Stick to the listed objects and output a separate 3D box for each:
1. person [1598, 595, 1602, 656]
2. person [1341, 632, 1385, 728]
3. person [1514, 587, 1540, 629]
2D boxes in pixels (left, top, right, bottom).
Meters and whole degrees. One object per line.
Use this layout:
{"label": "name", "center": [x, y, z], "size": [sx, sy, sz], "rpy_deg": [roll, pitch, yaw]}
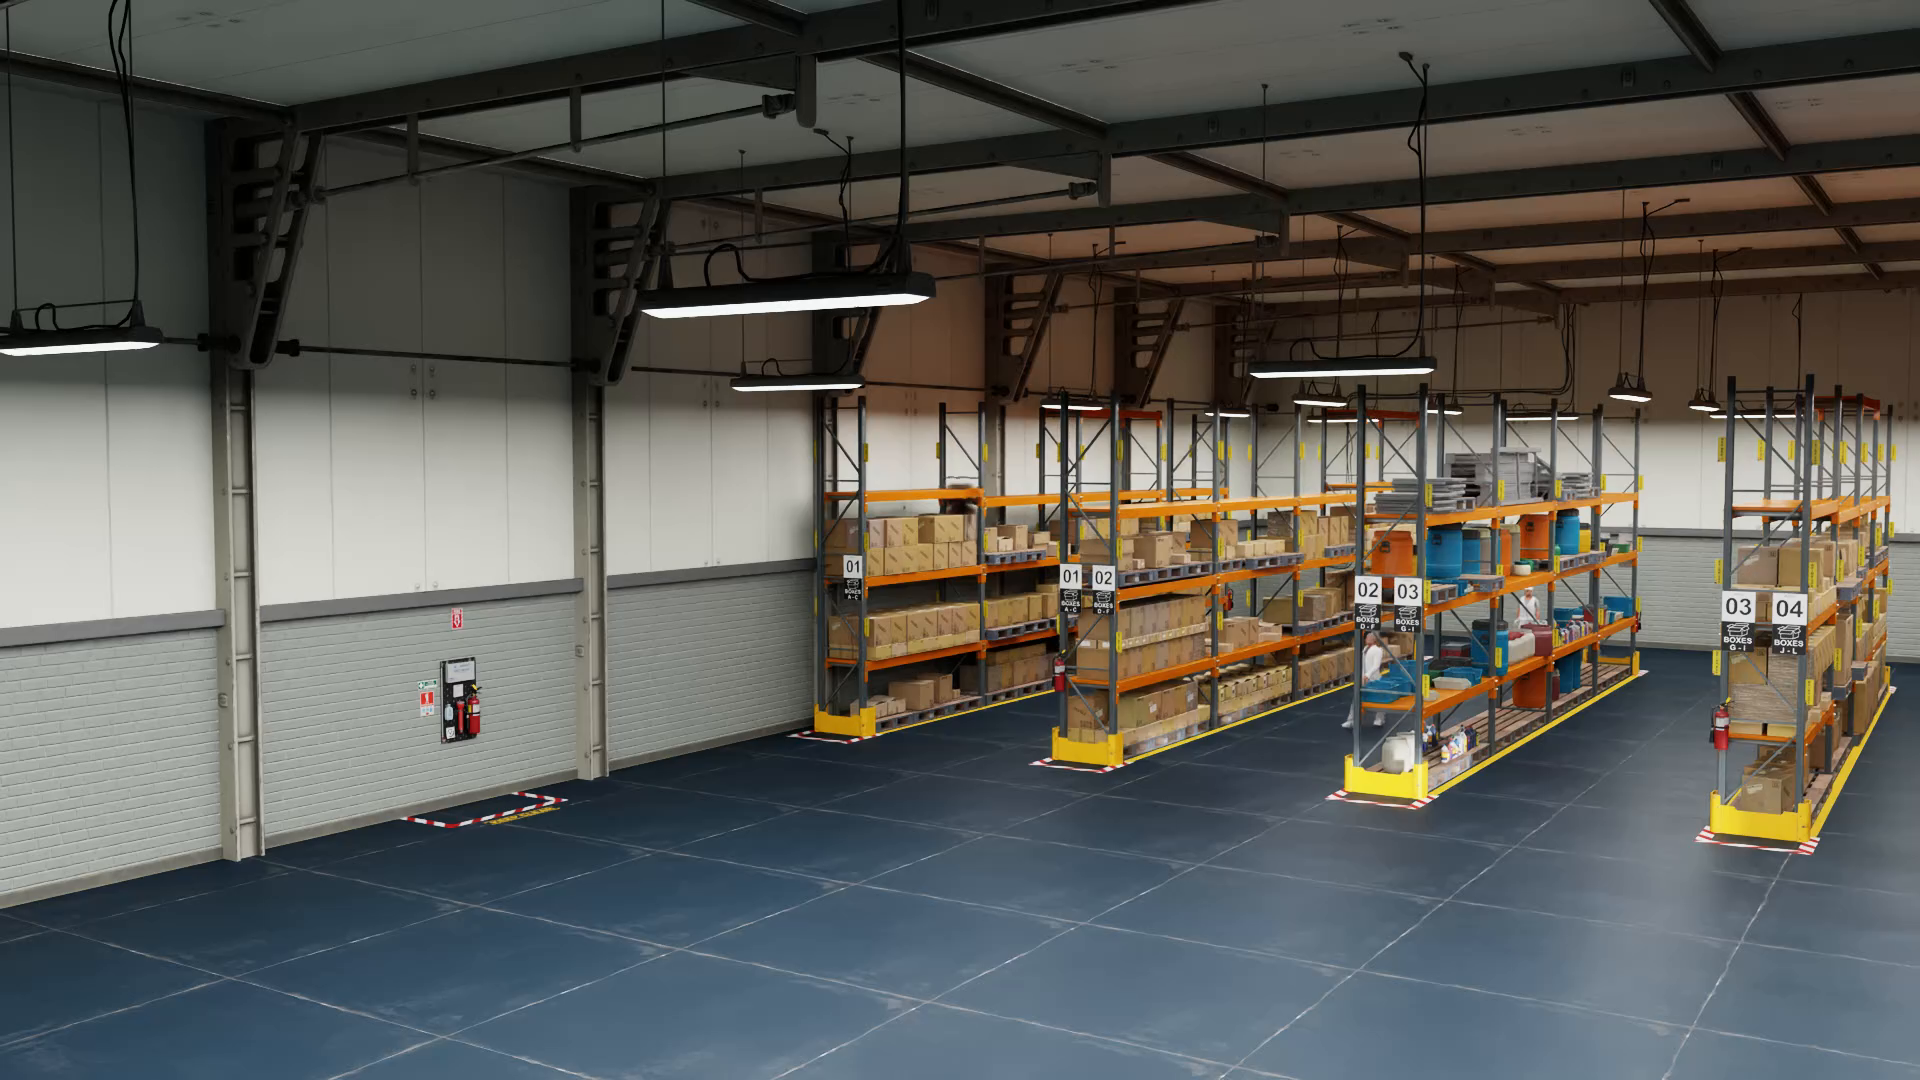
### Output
{"label": "person", "center": [14.906, 2.123, 39.085], "size": [0.471, 1.746, 0.440], "rpy_deg": [-1, 3, -21]}
{"label": "person", "center": [7.368, 2.530, 30.067], "size": [0.550, 1.720, 1.117], "rpy_deg": [3, 4, 45]}
{"label": "person", "center": [13.779, 1.995, 40.387], "size": [0.590, 1.783, 0.650], "rpy_deg": [1, 3, 13]}
